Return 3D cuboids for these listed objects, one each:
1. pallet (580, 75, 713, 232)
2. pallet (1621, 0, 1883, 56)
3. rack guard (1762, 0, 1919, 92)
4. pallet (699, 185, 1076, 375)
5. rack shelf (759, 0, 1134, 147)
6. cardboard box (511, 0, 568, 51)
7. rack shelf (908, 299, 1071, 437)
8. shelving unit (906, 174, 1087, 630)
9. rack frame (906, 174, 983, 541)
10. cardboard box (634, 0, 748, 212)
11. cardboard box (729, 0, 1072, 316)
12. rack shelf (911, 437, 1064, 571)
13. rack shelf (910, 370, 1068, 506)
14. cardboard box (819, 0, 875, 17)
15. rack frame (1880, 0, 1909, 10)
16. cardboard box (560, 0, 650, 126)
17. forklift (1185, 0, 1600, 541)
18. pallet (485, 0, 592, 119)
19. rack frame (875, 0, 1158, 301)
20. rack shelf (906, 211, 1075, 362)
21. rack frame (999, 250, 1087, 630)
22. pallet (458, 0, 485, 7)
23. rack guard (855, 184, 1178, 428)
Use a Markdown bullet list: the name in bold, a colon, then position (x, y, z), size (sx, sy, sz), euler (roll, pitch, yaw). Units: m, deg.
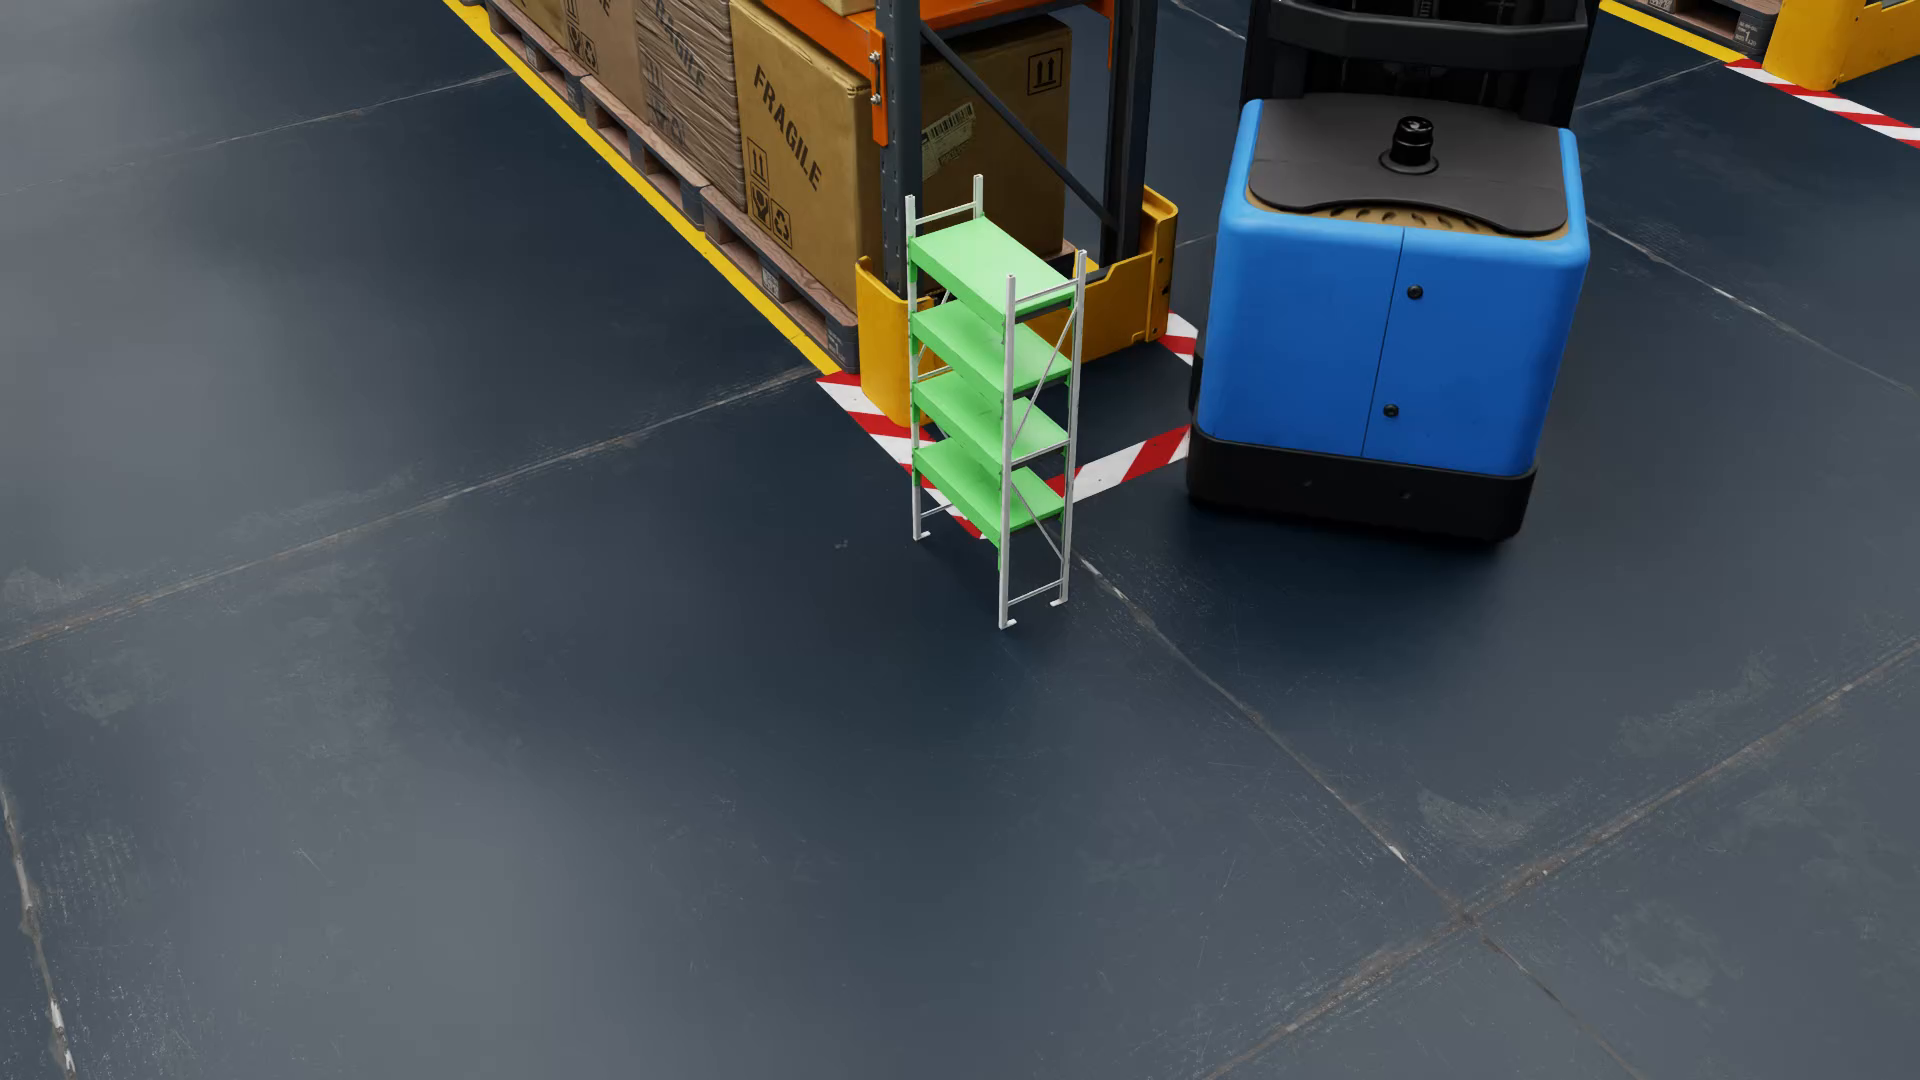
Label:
- **pallet**: position (-0.951, -1.818, 7.267), size (1.003, 0.211, 1.213), euler (-22, 45, -24)
- **pallet**: position (3.962, -2.919, 8.588), size (1.003, 0.211, 1.213), euler (-22, 45, -24)
- **rack guard**: position (4.397, -2.563, 7.935), size (1.175, 0.500, 0.348), euler (-22, 45, -24)
- **pallet**: position (-0.299, -1.160, 6.478), size (1.003, 0.211, 1.213), euler (-22, 45, -24)
- **rack shelf**: position (-0.879, -2.630, 6.625), size (1.077, 0.370, 4.000), euler (-22, 45, -24)
- **cardboard box**: position (-1.667, -2.947, 7.775), size (0.875, 0.875, 0.875), euler (-22, 45, -24)
- **rack shelf**: position (0.089, -0.507, 4.646), size (0.258, 0.148, 0.480), euler (-22, 45, -24)
- **shelving unit**: position (0.089, -0.372, 4.759), size (0.258, 1.200, 0.503), euler (-22, 45, -24)
- **rack frame**: position (-0.042, -0.503, 4.917), size (0.240, 1.200, 0.015), euler (-22, 45, -24)
- **cardboard box**: position (-0.704, -1.981, 6.616), size (0.875, 0.875, 0.875), euler (-22, 45, -24)
- **cardboard box**: position (-0.215, -1.490, 6.027), size (0.875, 0.875, 0.875), euler (-22, 45, -24)
- **rack shelf**: position (0.089, -0.138, 4.953), size (0.258, 0.148, 0.480), euler (-22, 45, -24)
- **rack shelf**: position (0.089, -0.322, 4.799), size (0.258, 0.148, 0.480), euler (-22, 45, -24)
- **cardboard box**: position (-0.272, -1.809, 5.274), size (0.380, 0.149, 0.250), euler (-21, 44, -24)
- **rack frame**: position (4.373, -3.532, 7.145), size (1.000, 3.000, 0.127), euler (-22, 45, -24)
- **cardboard box**: position (-1.183, -2.462, 7.193), size (0.875, 0.875, 0.875), euler (-22, 45, -24)
- **forklift**: position (1.551, -2.074, 5.450), size (1.130, 2.935, 3.031), euler (8, 41, 10)
- **pallet**: position (-1.611, -2.477, 8.058), size (1.003, 0.211, 1.213), euler (-22, 45, -24)
- **rack frame**: position (0.197, -1.827, 5.099), size (1.000, 3.000, 0.127), euler (-22, 45, -24)
- **rack shelf**: position (0.089, -0.691, 4.492), size (0.258, 0.148, 0.480), euler (-22, 45, -24)
- **rack frame**: position (0.220, -0.240, 4.601), size (0.240, 1.200, 0.015), euler (-22, 45, -24)
- **pallet**: position (-2.433, -3.305, 9.052), size (1.003, 0.211, 1.213), euler (-22, 45, -24)
- **rack guard**: position (0.210, -0.854, 5.884), size (1.175, 0.500, 0.348), euler (-22, 45, -24)
